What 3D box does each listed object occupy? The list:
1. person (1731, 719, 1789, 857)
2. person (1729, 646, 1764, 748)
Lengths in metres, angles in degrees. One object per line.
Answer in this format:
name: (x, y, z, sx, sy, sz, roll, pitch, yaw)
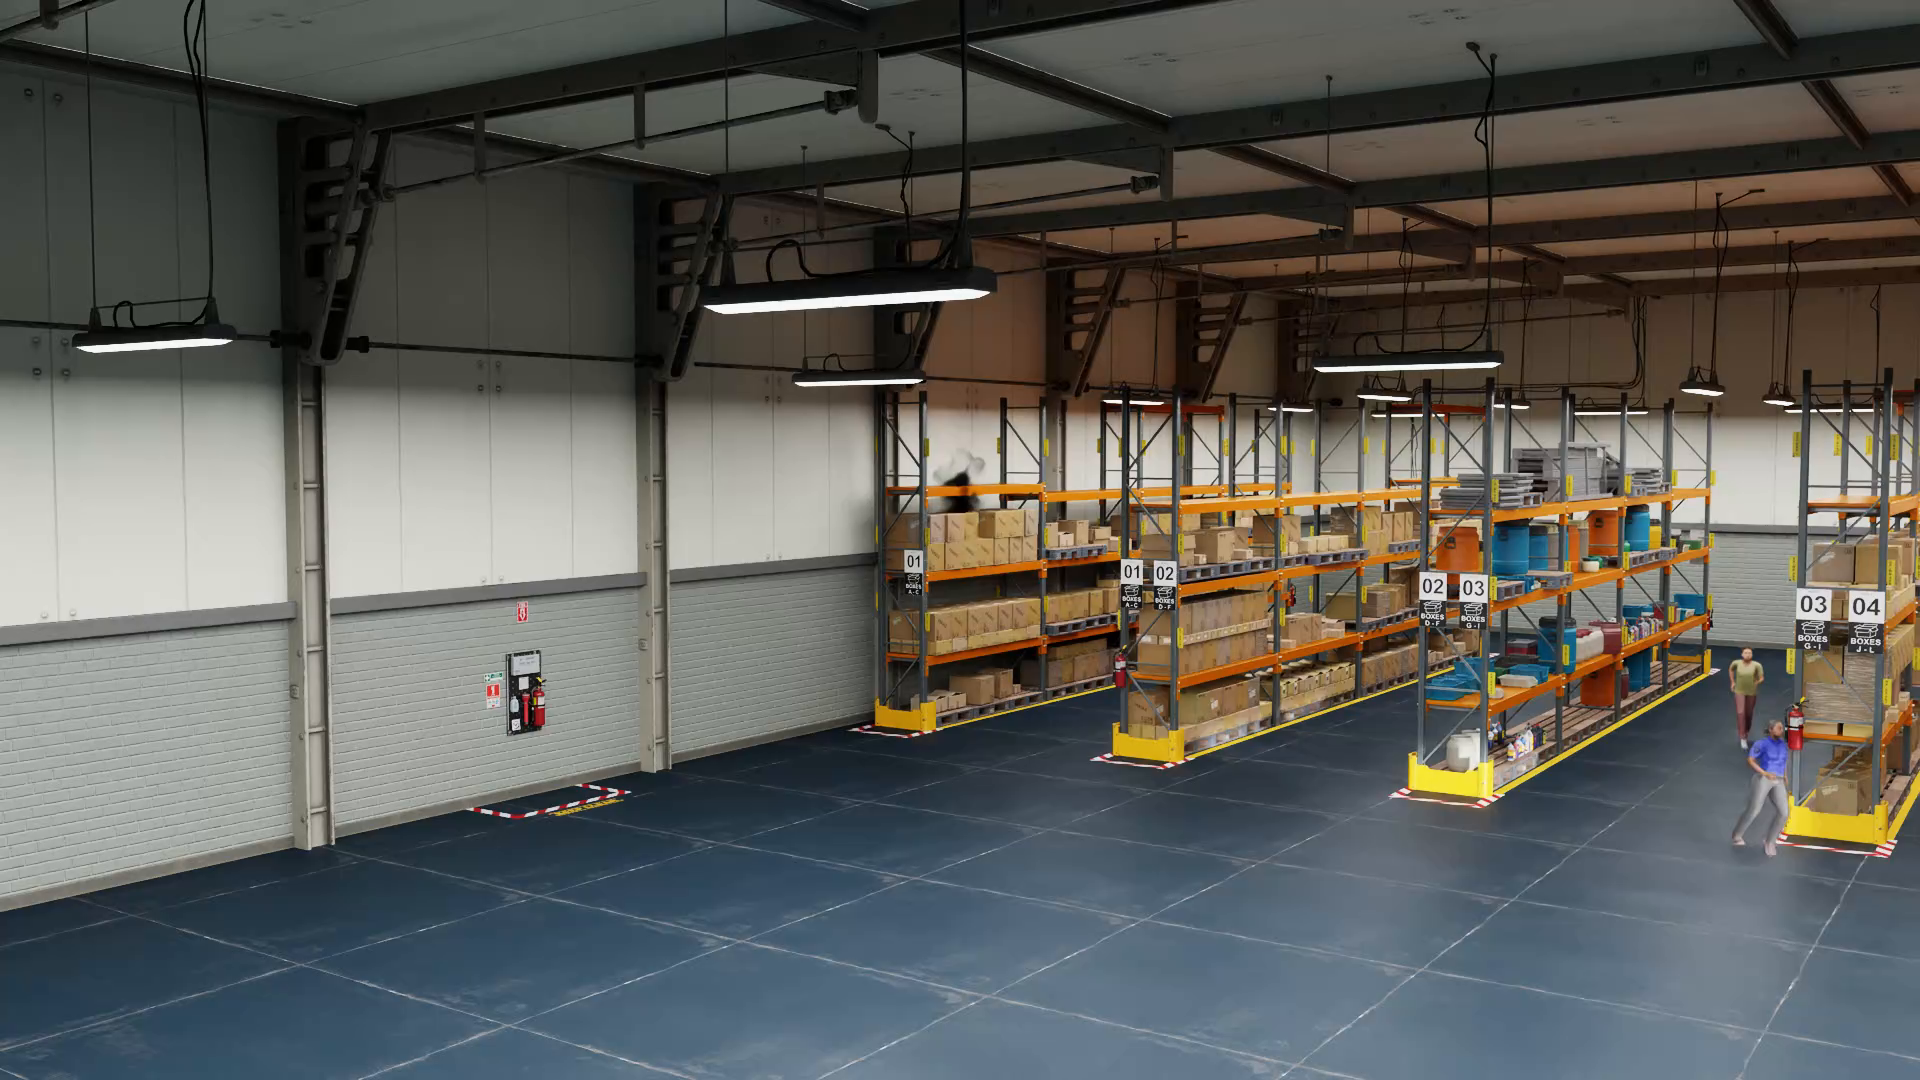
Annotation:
person: (10.027, 3.060, 20.636, 0.664, 1.661, 0.680, -1, 3, -10)
person: (13.261, 2.612, 28.049, 0.532, 1.681, 0.953, 1, 3, 20)
